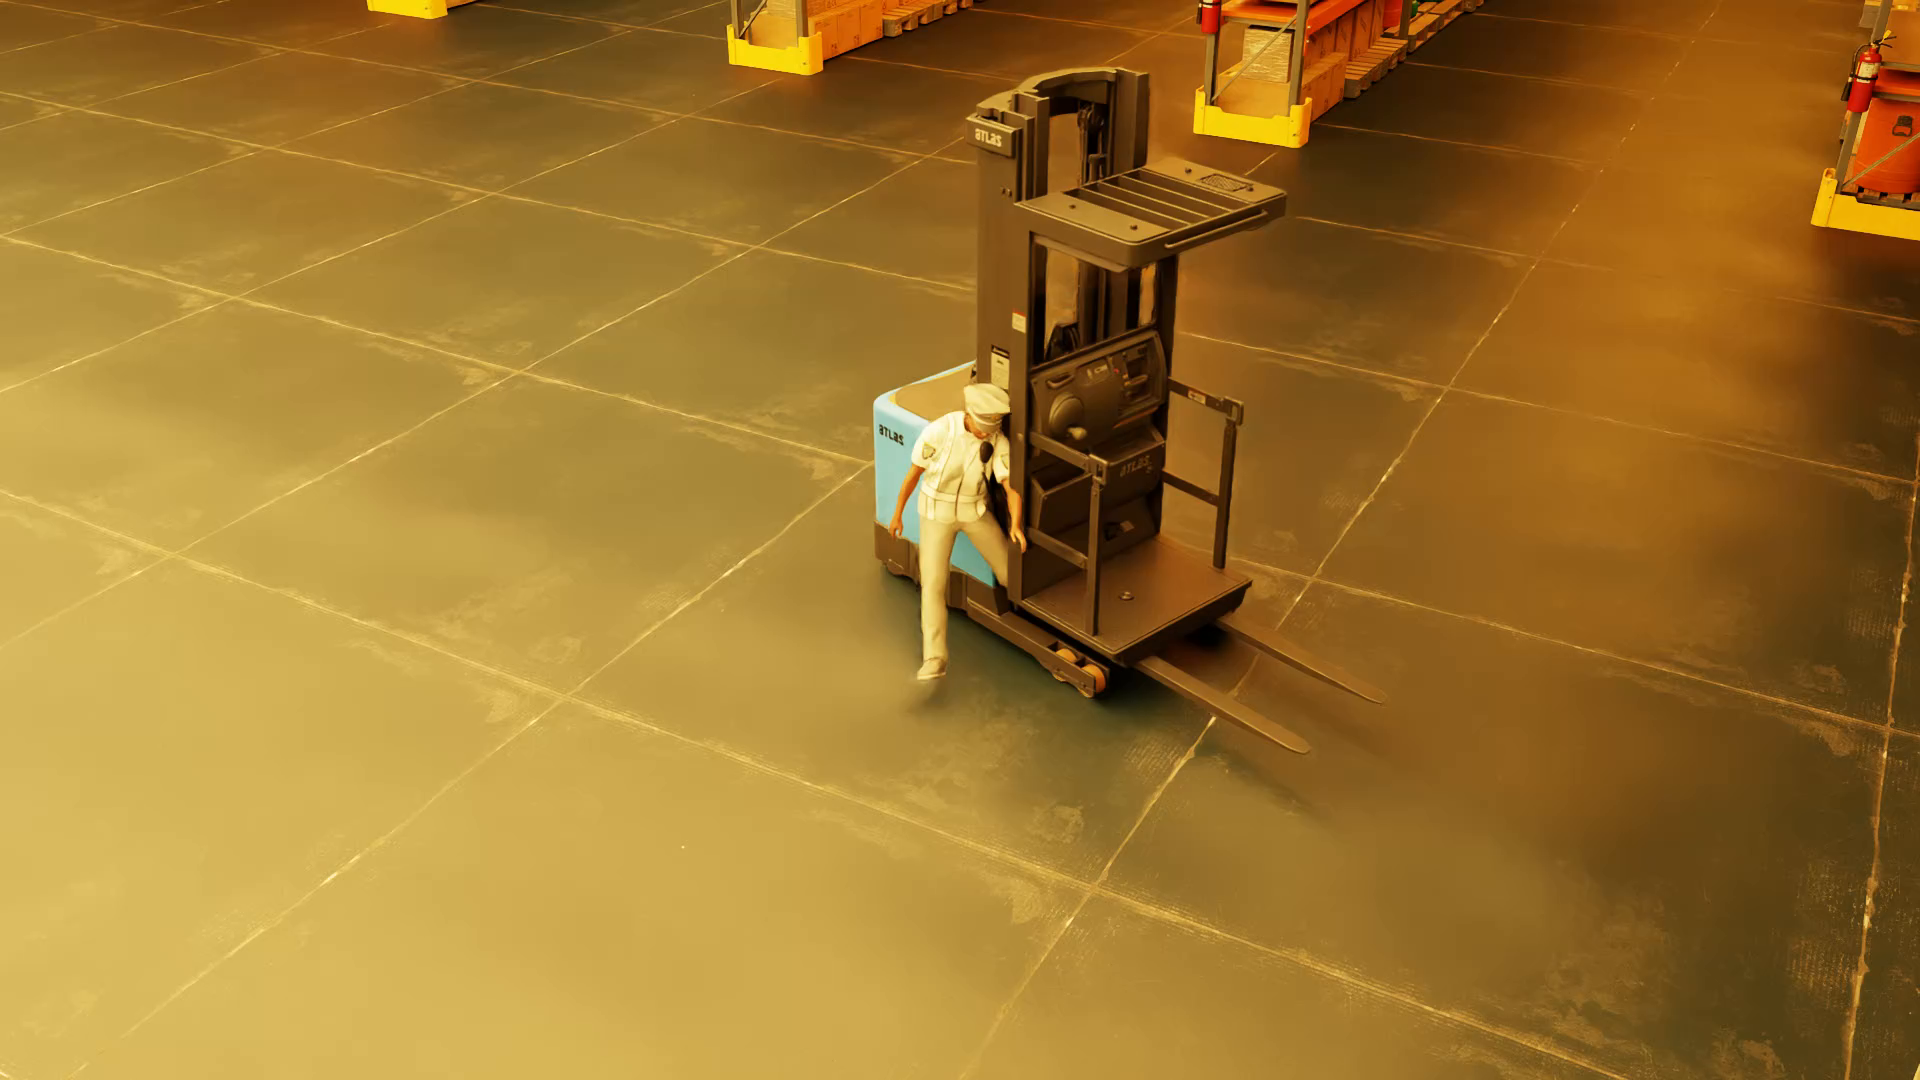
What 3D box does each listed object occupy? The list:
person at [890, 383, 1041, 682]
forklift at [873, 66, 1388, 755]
[{"bbox_3d":[0.084,-0.043,8.553,0.880,1.492,1.030,-2,30,-4],"label":"person"},{"bbox_3d":[0.858,-0.746,8.363,1.130,2.935,3.031,-24,38,-35],"label":"forklift"}]
